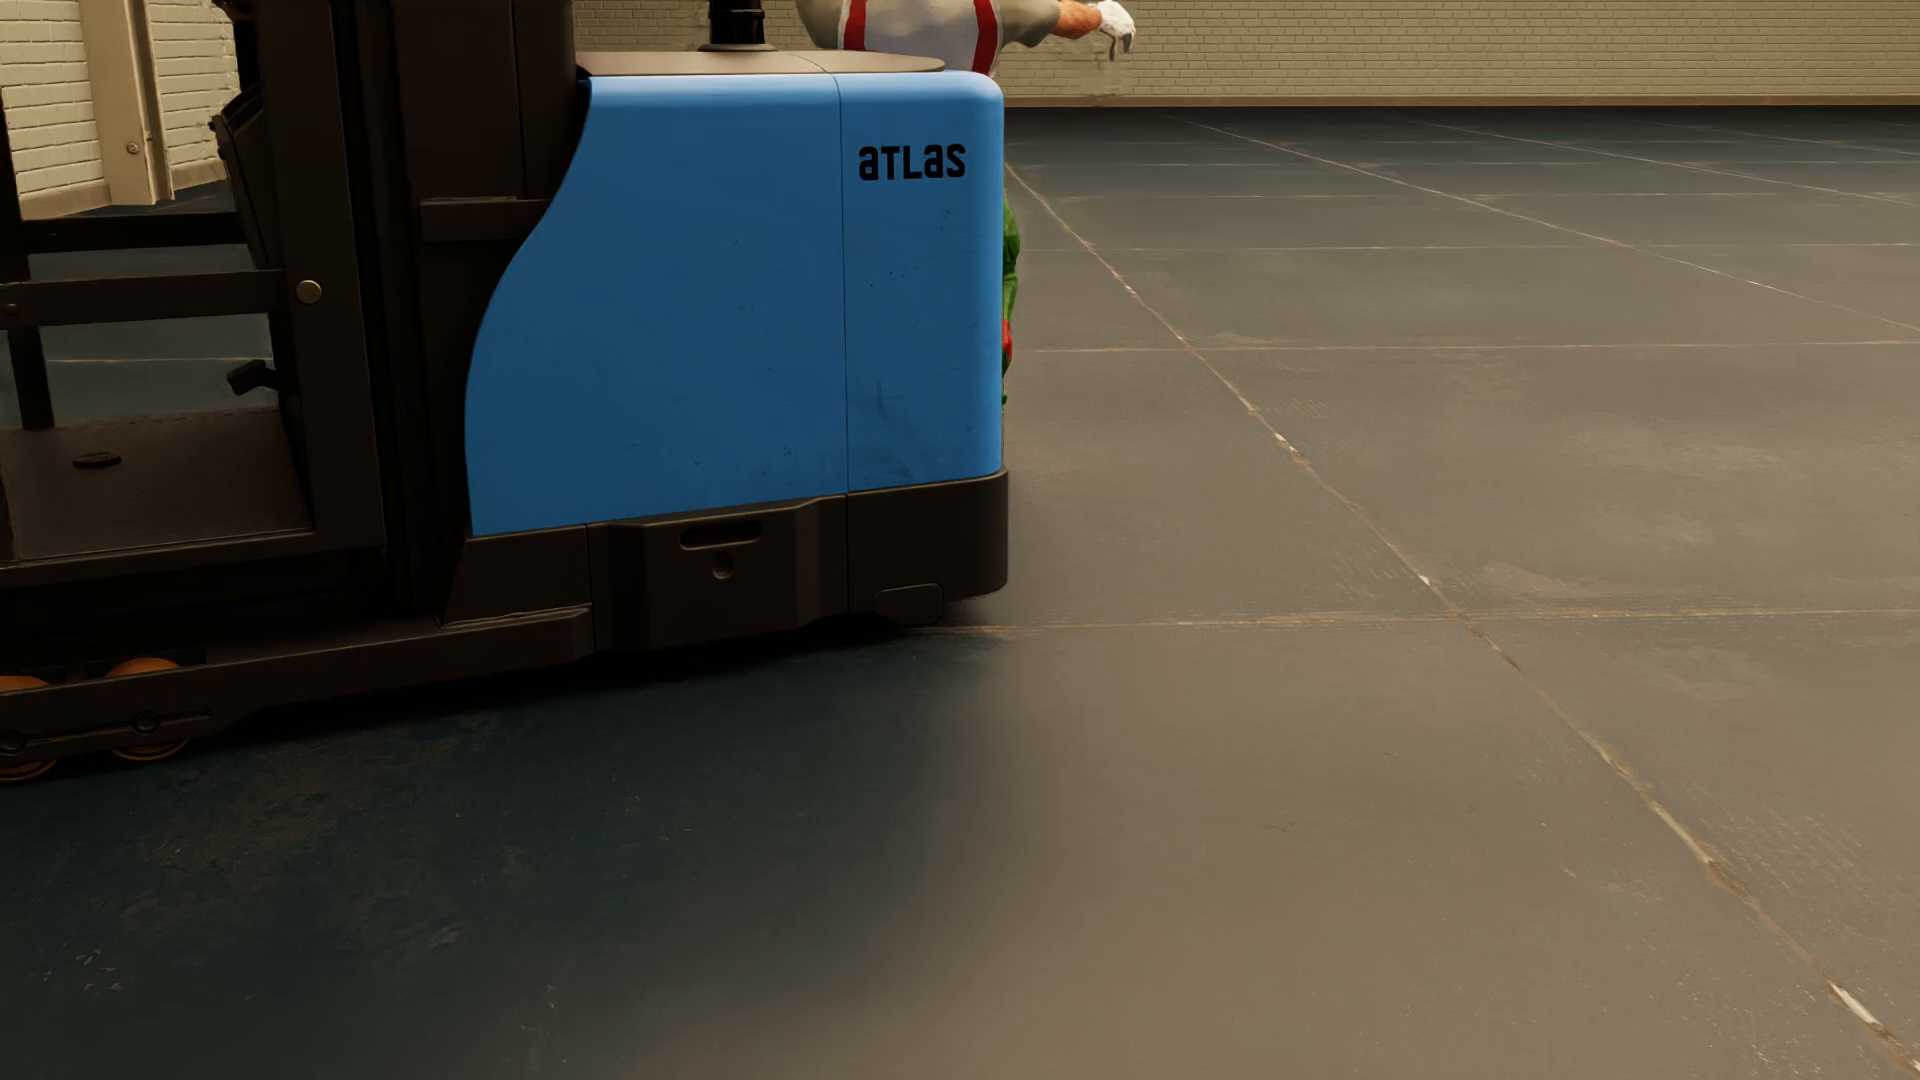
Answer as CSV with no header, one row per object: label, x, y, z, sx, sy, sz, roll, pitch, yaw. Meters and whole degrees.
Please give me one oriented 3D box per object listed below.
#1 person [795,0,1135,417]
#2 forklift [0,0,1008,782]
person,0.036,-1.026,4.527,1.101,1.548,0.725,-7,18,-22
forklift,-1.465,-1.191,2.801,3.031,2.935,1.130,-8,19,-23
